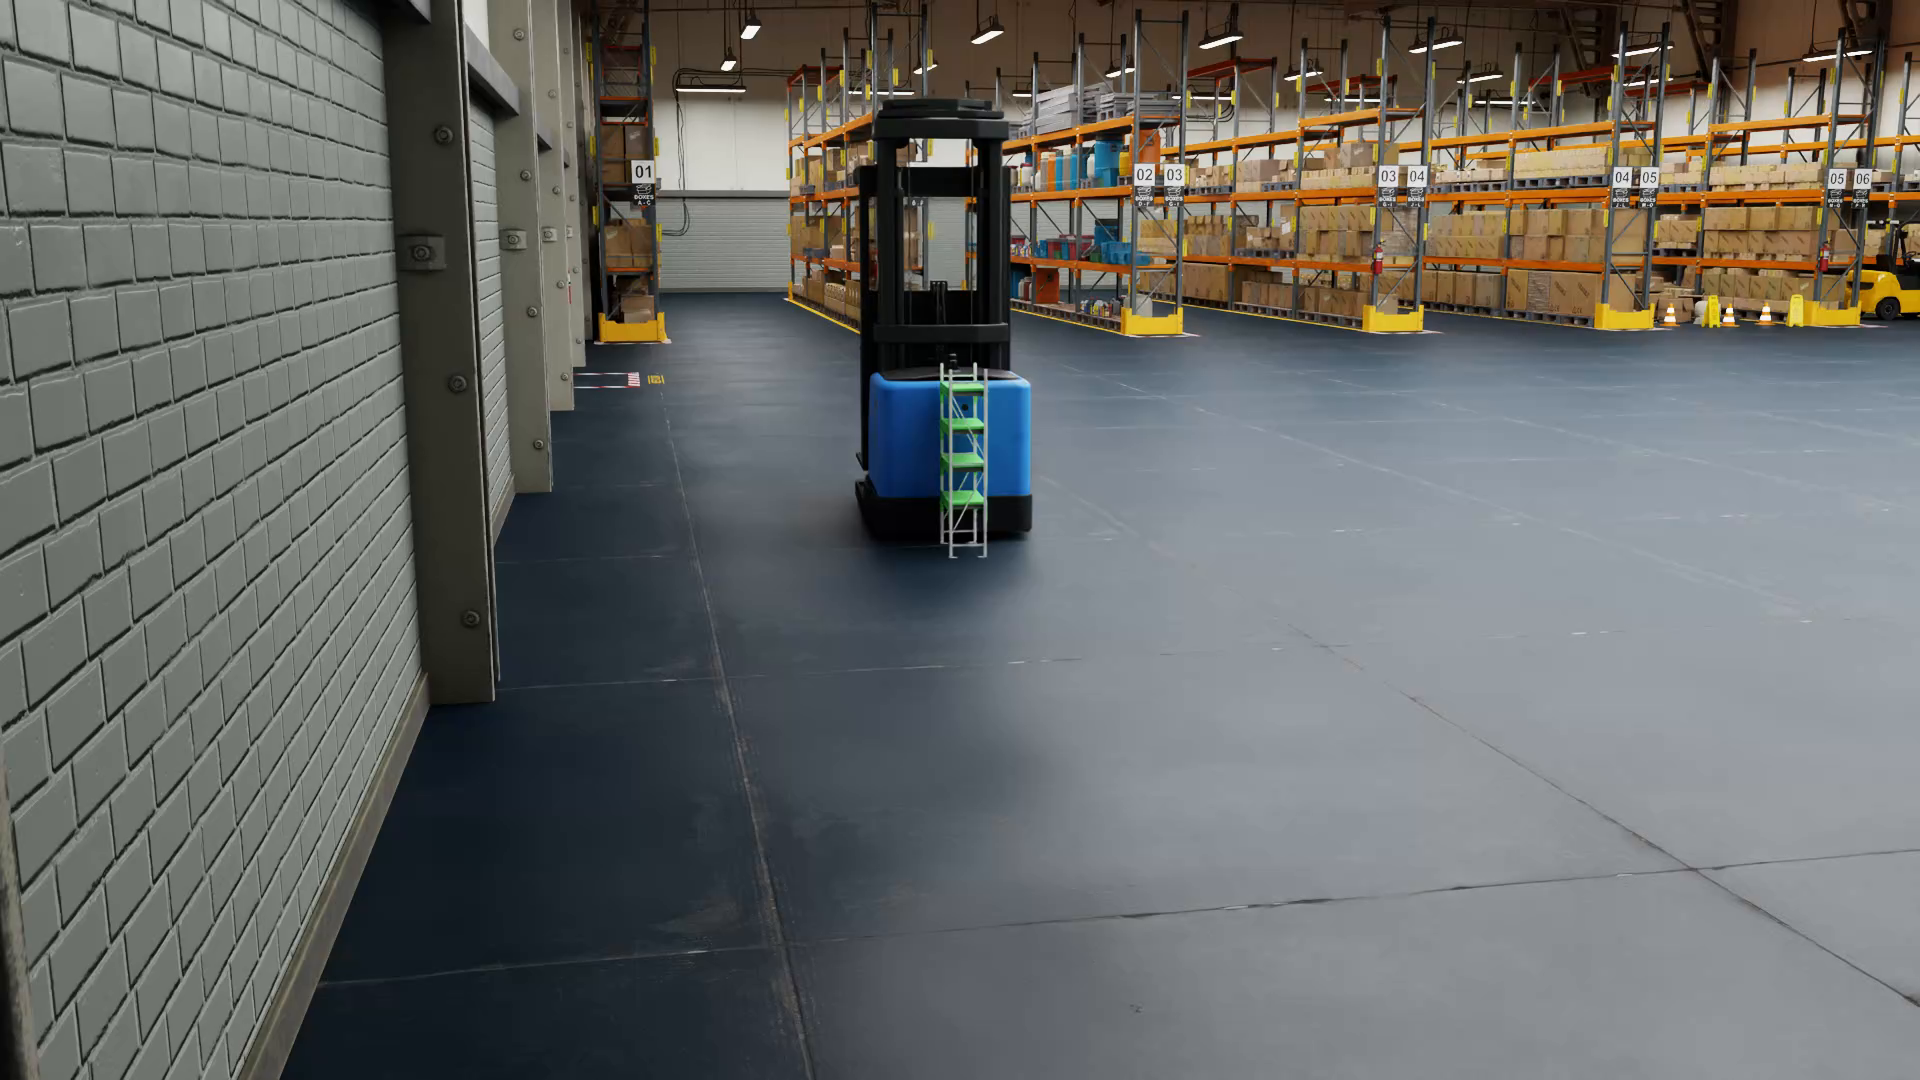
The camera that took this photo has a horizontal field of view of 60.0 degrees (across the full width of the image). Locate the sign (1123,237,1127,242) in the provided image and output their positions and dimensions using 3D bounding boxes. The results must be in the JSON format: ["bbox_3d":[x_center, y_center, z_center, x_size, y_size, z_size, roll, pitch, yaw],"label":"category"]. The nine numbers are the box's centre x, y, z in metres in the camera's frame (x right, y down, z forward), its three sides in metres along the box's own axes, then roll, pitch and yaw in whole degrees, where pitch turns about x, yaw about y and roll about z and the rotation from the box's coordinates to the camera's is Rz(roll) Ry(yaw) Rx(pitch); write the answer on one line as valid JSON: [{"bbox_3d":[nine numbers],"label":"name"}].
[{"bbox_3d":[3.528,-6.338,35.731,0.100,0.325,0.005,-2,11,-11],"label":"sign"}]

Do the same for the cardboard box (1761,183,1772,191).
[{"bbox_3d":[17.658,-7.676,36.153,0.380,0.149,0.250,-2,11,-12],"label":"cardboard box"}]

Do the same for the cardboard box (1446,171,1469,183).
[{"bbox_3d":[11.974,-8.682,39.777,0.500,0.250,0.500,-2,11,-9],"label":"cardboard box"}]

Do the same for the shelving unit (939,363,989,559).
[{"bbox_3d":[0.021,-0.519,10.716,0.258,1.200,0.503,-1,11,-7],"label":"shelving unit"}]

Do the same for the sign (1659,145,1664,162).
[{"bbox_3d":[14.054,-7.753,33.336,0.100,0.325,0.005,-2,11,-11],"label":"sign"}]

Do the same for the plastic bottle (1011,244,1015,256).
[{"bbox_3d":[1.372,-7.279,41.749,0.152,0.276,0.135,-2,11,-11],"label":"plastic bottle"}]

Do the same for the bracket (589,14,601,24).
[{"bbox_3d":[-7.676,-10.939,34.977,0.235,0.232,0.430,-2,11,-11],"label":"bracket"}]

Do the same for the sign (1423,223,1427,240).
[{"bbox_3d":[9.155,-6.075,32.778,0.100,0.325,0.005,-2,11,-11],"label":"sign"}]

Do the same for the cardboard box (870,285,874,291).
[{"bbox_3d":[-1.491,-4.582,31.473,0.500,0.500,0.500,-2,11,-11],"label":"cardboard box"}]

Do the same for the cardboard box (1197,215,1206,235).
[{"bbox_3d":[6.544,-8.130,42.937,0.797,0.503,0.637,-2,11,-10],"label":"cardboard box"}]

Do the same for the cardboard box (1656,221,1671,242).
[{"bbox_3d":[17.059,-7.388,39.803,0.500,0.500,0.500,-2,11,-9],"label":"cardboard box"}]

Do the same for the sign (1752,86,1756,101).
[{"bbox_3d":[18.102,-10.185,37.933,0.100,0.325,0.005,-2,11,-11],"label":"sign"}]

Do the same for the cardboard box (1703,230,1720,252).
[{"bbox_3d":[17.378,-6.829,37.988,0.500,0.500,0.500,-2,11,-11],"label":"cardboard box"}]

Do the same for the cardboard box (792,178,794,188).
[{"bbox_3d":[-4.272,-9.655,44.942,0.500,0.250,0.500,-2,11,-11],"label":"cardboard box"}]

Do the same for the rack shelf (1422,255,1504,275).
[{"bbox_3d":[12.341,-6.539,39.454,1.077,0.370,4.000,-2,11,-11],"label":"rack shelf"}]

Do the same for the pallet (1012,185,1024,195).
[{"bbox_3d":[1.903,-8.684,41.280,1.003,0.211,1.213,-2,11,-11],"label":"pallet"}]

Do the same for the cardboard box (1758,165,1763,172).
[{"bbox_3d":[17.690,-8.114,36.323,0.380,0.149,0.250,-2,11,-10],"label":"cardboard box"}]

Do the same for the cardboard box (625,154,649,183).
[{"bbox_3d":[-5.773,-6.693,29.994,0.500,0.500,0.500,-2,11,-10],"label":"cardboard box"}]

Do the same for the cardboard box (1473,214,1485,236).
[{"bbox_3d":[12.428,-7.344,38.816,0.700,0.500,0.500,-2,11,-11],"label":"cardboard box"}]

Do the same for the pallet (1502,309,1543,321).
[{"bbox_3d":[12.801,-5.013,36.972,1.003,0.211,1.213,-2,11,-11],"label":"pallet"}]

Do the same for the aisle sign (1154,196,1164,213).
[{"bbox_3d":[5.791,-9.866,48.056,0.394,0.787,0.004,-2,11,-11],"label":"aisle sign"}]

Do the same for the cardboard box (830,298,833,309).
[{"bbox_3d":[-2.631,-5.299,37.247,0.500,0.250,0.500,-2,11,-13],"label":"cardboard box"}]

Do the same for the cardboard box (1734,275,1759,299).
[{"bbox_3d":[17.631,-5.637,37.017,0.500,0.500,0.500,-2,11,-8],"label":"cardboard box"}]

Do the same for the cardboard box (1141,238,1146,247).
[{"bbox_3d":[5.447,-8.444,47.145,0.500,0.250,0.500,-2,11,-12],"label":"cardboard box"}]

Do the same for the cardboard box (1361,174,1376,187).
[{"bbox_3d":[8.280,-7.109,32.904,0.500,0.250,0.500,-2,11,-10],"label":"cardboard box"}]

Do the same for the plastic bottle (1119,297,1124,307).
[{"bbox_3d":[3.432,-4.956,35.119,0.144,0.351,0.185,-3,11,-14],"label":"plastic bottle"}]

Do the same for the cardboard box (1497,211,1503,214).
[{"bbox_3d":[15.503,-9.284,47.276,0.380,0.149,0.250,-2,11,-11],"label":"cardboard box"}]

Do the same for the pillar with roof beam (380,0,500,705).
[{"bbox_3d":[1.953,-3.889,7.560,9.100,9.000,0.400,-2,11,-11],"label":"pillar with roof beam"}]

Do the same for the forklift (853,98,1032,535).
[{"bbox_3d":[-0.209,-1.700,12.288,1.130,2.935,3.031,-1,11,-7],"label":"forklift"}]

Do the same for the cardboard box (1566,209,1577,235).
[{"bbox_3d":[13.301,-6.671,34.933,0.875,0.550,0.550,-2,11,-11],"label":"cardboard box"}]

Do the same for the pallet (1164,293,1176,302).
[{"bbox_3d":[6.218,-6.604,45.326,1.003,0.211,1.213,-2,11,-11],"label":"pallet"}]

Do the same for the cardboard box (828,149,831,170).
[{"bbox_3d":[-2.829,-8.925,39.104,0.500,0.500,0.500,-2,11,-11],"label":"cardboard box"}]

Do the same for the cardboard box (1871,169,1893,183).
[{"bbox_3d":[22.054,-8.714,39.785,0.500,0.311,0.500,-2,11,-13],"label":"cardboard box"}]

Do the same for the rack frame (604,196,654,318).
[{"bbox_3d":[-6.731,-5.823,33.770,1.000,3.000,0.127,-2,11,-11],"label":"rack frame"}]

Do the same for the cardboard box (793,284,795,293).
[{"bbox_3d":[-4.282,-6.869,45.439,0.500,0.250,0.500,-2,11,-11],"label":"cardboard box"}]

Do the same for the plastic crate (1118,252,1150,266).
[{"bbox_3d":[3.374,-5.458,32.247,0.499,0.251,0.616,-2,11,-11],"label":"plastic crate"}]

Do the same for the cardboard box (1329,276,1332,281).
[{"bbox_3d":[10.588,-7.334,46.618,0.380,0.149,0.250,-3,11,-14],"label":"cardboard box"}]

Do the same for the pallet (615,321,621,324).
[{"bbox_3d":[-6.325,-4.107,32.212,1.003,0.211,1.213,-2,11,-11],"label":"pallet"}]

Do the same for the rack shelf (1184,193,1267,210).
[{"bbox_3d":[6.678,-8.584,42.178,1.077,0.370,4.000,-2,11,-11],"label":"rack shelf"}]

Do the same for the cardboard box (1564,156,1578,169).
[{"bbox_3d":[12.945,-7.857,34.646,0.500,0.250,0.500,-2,11,-11],"label":"cardboard box"}]

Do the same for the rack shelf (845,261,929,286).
[{"bbox_3d":[-1.484,-5.284,32.860,1.077,0.370,4.000,-2,11,-11],"label":"rack shelf"}]

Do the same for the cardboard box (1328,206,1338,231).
[{"bbox_3d":[7.987,-6.684,34.553,0.500,0.500,0.500,-2,11,-11],"label":"cardboard box"}]

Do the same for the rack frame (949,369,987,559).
[{"bbox_3d":[0.051,-0.474,10.478,0.240,1.200,0.015,-1,11,-7],"label":"rack frame"}]

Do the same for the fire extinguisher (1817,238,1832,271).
[{"bbox_3d":[17.914,-5.915,34.457,0.296,0.674,0.183,-2,11,-11],"label":"fire extinguisher"}]

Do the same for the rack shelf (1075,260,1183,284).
[{"bbox_3d":[3.376,-5.463,33.803,1.077,0.370,4.000,-2,11,-11],"label":"rack shelf"}]

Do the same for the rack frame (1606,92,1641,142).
[{"bbox_3d":[20.100,-12.053,50.457,1.000,3.000,0.127,-2,11,-11],"label":"rack frame"}]

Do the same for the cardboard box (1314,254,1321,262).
[{"bbox_3d":[7.770,-6.006,35.401,0.380,0.149,0.250,-2,11,-11],"label":"cardboard box"}]

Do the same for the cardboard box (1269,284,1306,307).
[{"bbox_3d":[7.563,-5.656,38.400,0.700,0.500,0.500,-3,11,-16],"label":"cardboard box"}]

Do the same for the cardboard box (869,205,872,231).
[{"bbox_3d":[-1.390,-6.242,32.230,0.700,0.500,0.500,-2,11,-11],"label":"cardboard box"}]

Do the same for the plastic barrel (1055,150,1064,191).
[{"bbox_3d":[2.420,-8.229,37.044,0.600,0.901,0.708,-2,11,-11],"label":"plastic barrel"}]

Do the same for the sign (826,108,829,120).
[{"bbox_3d":[-3.658,-11.705,45.707,0.100,0.325,0.005,-2,11,-11],"label":"sign"}]

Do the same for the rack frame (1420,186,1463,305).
[{"bbox_3d":[11.952,-7.259,41.314,1.000,3.000,0.127,-2,11,-11],"label":"rack frame"}]
